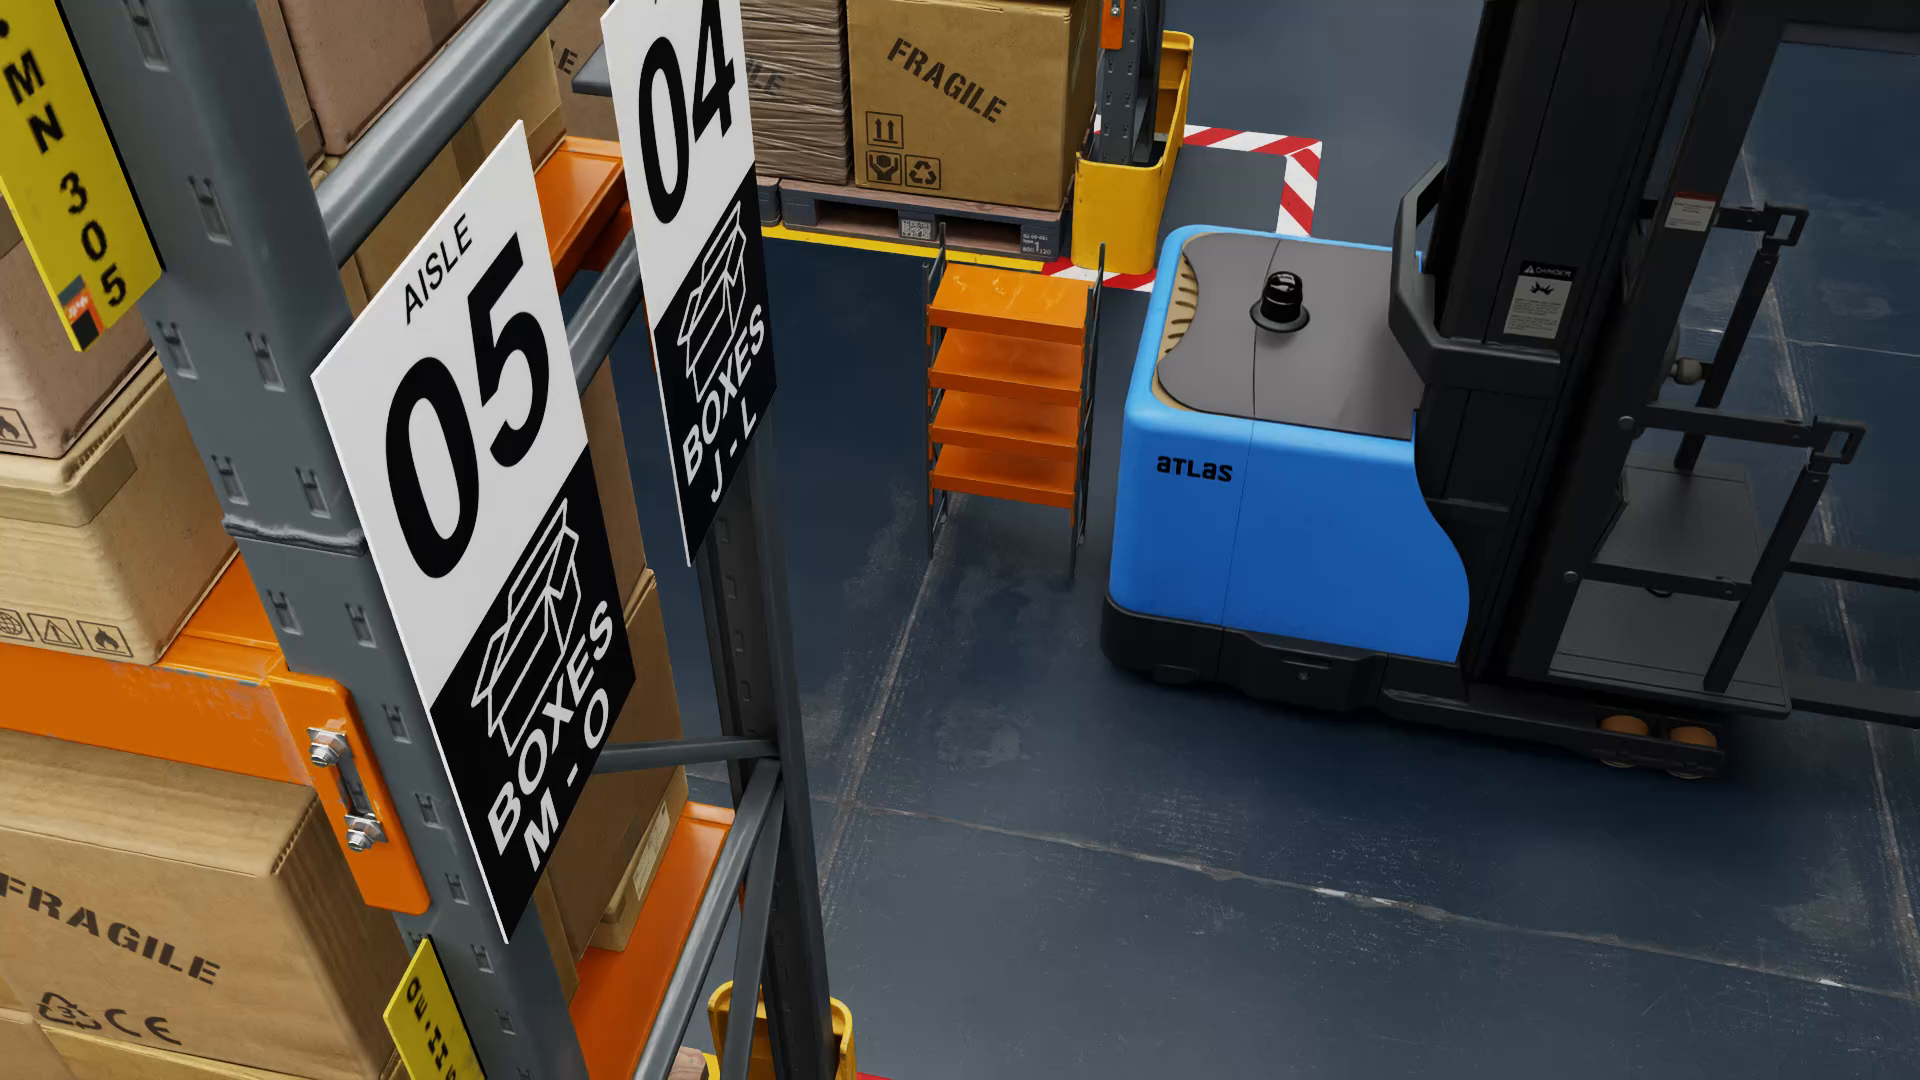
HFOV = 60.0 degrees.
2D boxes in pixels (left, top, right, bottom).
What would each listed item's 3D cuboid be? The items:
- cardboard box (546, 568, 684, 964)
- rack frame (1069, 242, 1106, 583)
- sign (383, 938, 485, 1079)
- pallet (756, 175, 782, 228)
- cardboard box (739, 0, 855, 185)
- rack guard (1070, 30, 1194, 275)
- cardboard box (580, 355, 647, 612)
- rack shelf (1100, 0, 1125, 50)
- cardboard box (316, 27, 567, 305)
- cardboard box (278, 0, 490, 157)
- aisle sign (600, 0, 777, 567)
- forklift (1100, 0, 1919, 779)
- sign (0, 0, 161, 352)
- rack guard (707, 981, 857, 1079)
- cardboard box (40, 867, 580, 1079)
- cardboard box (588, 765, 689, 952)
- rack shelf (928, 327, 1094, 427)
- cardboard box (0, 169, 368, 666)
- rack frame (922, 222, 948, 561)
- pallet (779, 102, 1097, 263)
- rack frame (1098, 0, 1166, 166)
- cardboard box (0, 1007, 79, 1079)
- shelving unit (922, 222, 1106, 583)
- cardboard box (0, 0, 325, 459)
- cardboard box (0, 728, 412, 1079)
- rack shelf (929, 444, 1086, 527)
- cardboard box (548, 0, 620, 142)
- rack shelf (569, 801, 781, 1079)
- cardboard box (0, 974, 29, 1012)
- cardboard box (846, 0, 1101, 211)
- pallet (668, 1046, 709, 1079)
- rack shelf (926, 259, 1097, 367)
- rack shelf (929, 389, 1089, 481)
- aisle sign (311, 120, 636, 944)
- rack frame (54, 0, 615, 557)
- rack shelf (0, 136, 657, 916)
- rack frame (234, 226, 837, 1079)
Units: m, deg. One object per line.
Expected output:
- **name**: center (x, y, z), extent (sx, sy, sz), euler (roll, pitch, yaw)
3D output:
- **cardboard box**: center (-0.837, 0.349, 2.937), extent (0.500, 0.500, 0.500), euler (11, 45, 11)
- **rack frame**: center (0.400, -0.370, 5.269), extent (0.015, 1.200, 0.240), euler (9, 45, 9)
- **sign**: center (-0.600, 0.589, 1.912), extent (0.005, 0.325, 0.100), euler (9, 45, 9)
- **pallet**: center (-1.262, -1.843, 7.513), extent (1.213, 0.211, 1.003), euler (9, 45, 9)
- **cardboard box**: center (-0.807, -2.160, 7.061), extent (0.875, 0.875, 0.875), euler (9, 45, 9)
- **rack guard**: center (0.746, -1.690, 7.145), extent (0.348, 0.500, 1.175), euler (9, 45, 9)
- **cardboard box**: center (-0.839, -0.004, 2.583), extent (0.500, 0.500, 0.500), euler (9, 45, 9)
- **rack shelf**: center (-1.229, -2.637, 6.846), extent (4.000, 0.370, 1.077), euler (9, 45, 9)
- **cardboard box**: center (-0.841, -0.520, 2.072), extent (0.500, 0.250, 0.500), euler (10, 45, 11)
- **cardboard box**: center (-0.840, -0.703, 1.902), extent (0.500, 0.250, 0.500), euler (9, 45, 10)
- **aisle sign**: center (-0.322, -0.381, 2.108), extent (0.004, 0.787, 0.394), euler (9, 45, 9)
- **forklift**: center (2.019, -0.745, 4.410), extent (3.031, 2.935, 1.130), euler (9, 45, 9)
- **sign**: center (-0.600, -0.280, 1.076), extent (0.005, 0.325, 0.100), euler (9, 45, 9)
- **rack guard**: center (-0.533, 1.637, 3.689), extent (0.348, 0.500, 1.175), euler (9, 45, 9)
- **cardboard box**: center (-0.954, 0.710, 2.562), extent (0.500, 0.500, 0.500), euler (10, 45, 10)
- **cardboard box**: center (-0.704, 0.567, 3.179), extent (0.250, 0.149, 0.380), euler (8, 45, 9)
- **rack shelf**: center (0.162, -0.520, 5.199), extent (0.480, 0.148, 0.258), euler (9, 45, 9)
- **cardboard box**: center (-0.961, -0.169, 1.708), extent (0.500, 0.250, 0.500), euler (8, 44, 8)
- **rack frame**: center (-0.077, -0.444, 5.346), extent (0.015, 1.200, 0.240), euler (9, 45, 9)
- **pallet**: center (-0.075, -1.657, 7.320), extent (1.213, 0.211, 1.003), euler (9, 45, 9)
- **rack frame**: center (0.723, -2.594, 6.282), extent (0.127, 3.000, 1.000), euler (9, 45, 9)
- **cardboard box**: center (-1.455, 0.629, 2.647), extent (0.500, 0.500, 0.500), euler (8, 45, 8)
- **shelving unit**: center (0.162, -0.407, 5.308), extent (0.503, 1.200, 0.258), euler (9, 45, 9)
- **cardboard box**: center (-0.964, -0.357, 1.542), extent (0.500, 0.250, 0.500), euler (8, 44, 8)
- **cardboard box**: center (-0.960, 0.343, 2.223), extent (0.500, 0.500, 0.500), euler (8, 44, 8)
- **rack shelf**: center (0.162, -0.216, 5.492), extent (0.480, 0.148, 0.258), euler (9, 45, 9)
- **cardboard box**: center (-1.676, -2.295, 7.201), extent (0.875, 0.875, 0.875), euler (9, 45, 9)
- **rack shelf**: center (-2.411, 0.704, 3.374), extent (4.000, 0.370, 1.077), euler (9, 45, 9)
- **cardboard box**: center (-1.454, 0.266, 2.303), extent (0.500, 0.500, 0.500), euler (7, 44, 8)
- **cardboard box**: center (0.081, -2.022, 6.917), extent (0.875, 0.875, 0.875), euler (9, 45, 9)
- **pallet**: center (-1.318, 1.594, 3.942), extent (1.213, 0.211, 1.003), euler (9, 45, 9)
- **rack shelf**: center (0.162, -0.690, 5.035), extent (0.480, 0.148, 0.258), euler (9, 45, 9)
- **rack shelf**: center (0.162, -0.359, 5.355), extent (0.480, 0.148, 0.258), euler (9, 45, 9)
- **aisle sign**: center (-0.453, 0.025, 1.686), extent (0.004, 0.787, 0.394), euler (9, 45, 9)
- **rack frame**: center (-0.459, -1.414, 0.730), extent (0.127, 3.000, 1.000), euler (9, 45, 9)
- **rack shelf**: center (-2.411, -0.377, 2.334), extent (4.000, 0.370, 1.077), euler (9, 45, 9)
- **rack frame**: center (-0.459, 0.748, 2.810), extent (0.127, 3.000, 1.000), euler (9, 45, 9)
